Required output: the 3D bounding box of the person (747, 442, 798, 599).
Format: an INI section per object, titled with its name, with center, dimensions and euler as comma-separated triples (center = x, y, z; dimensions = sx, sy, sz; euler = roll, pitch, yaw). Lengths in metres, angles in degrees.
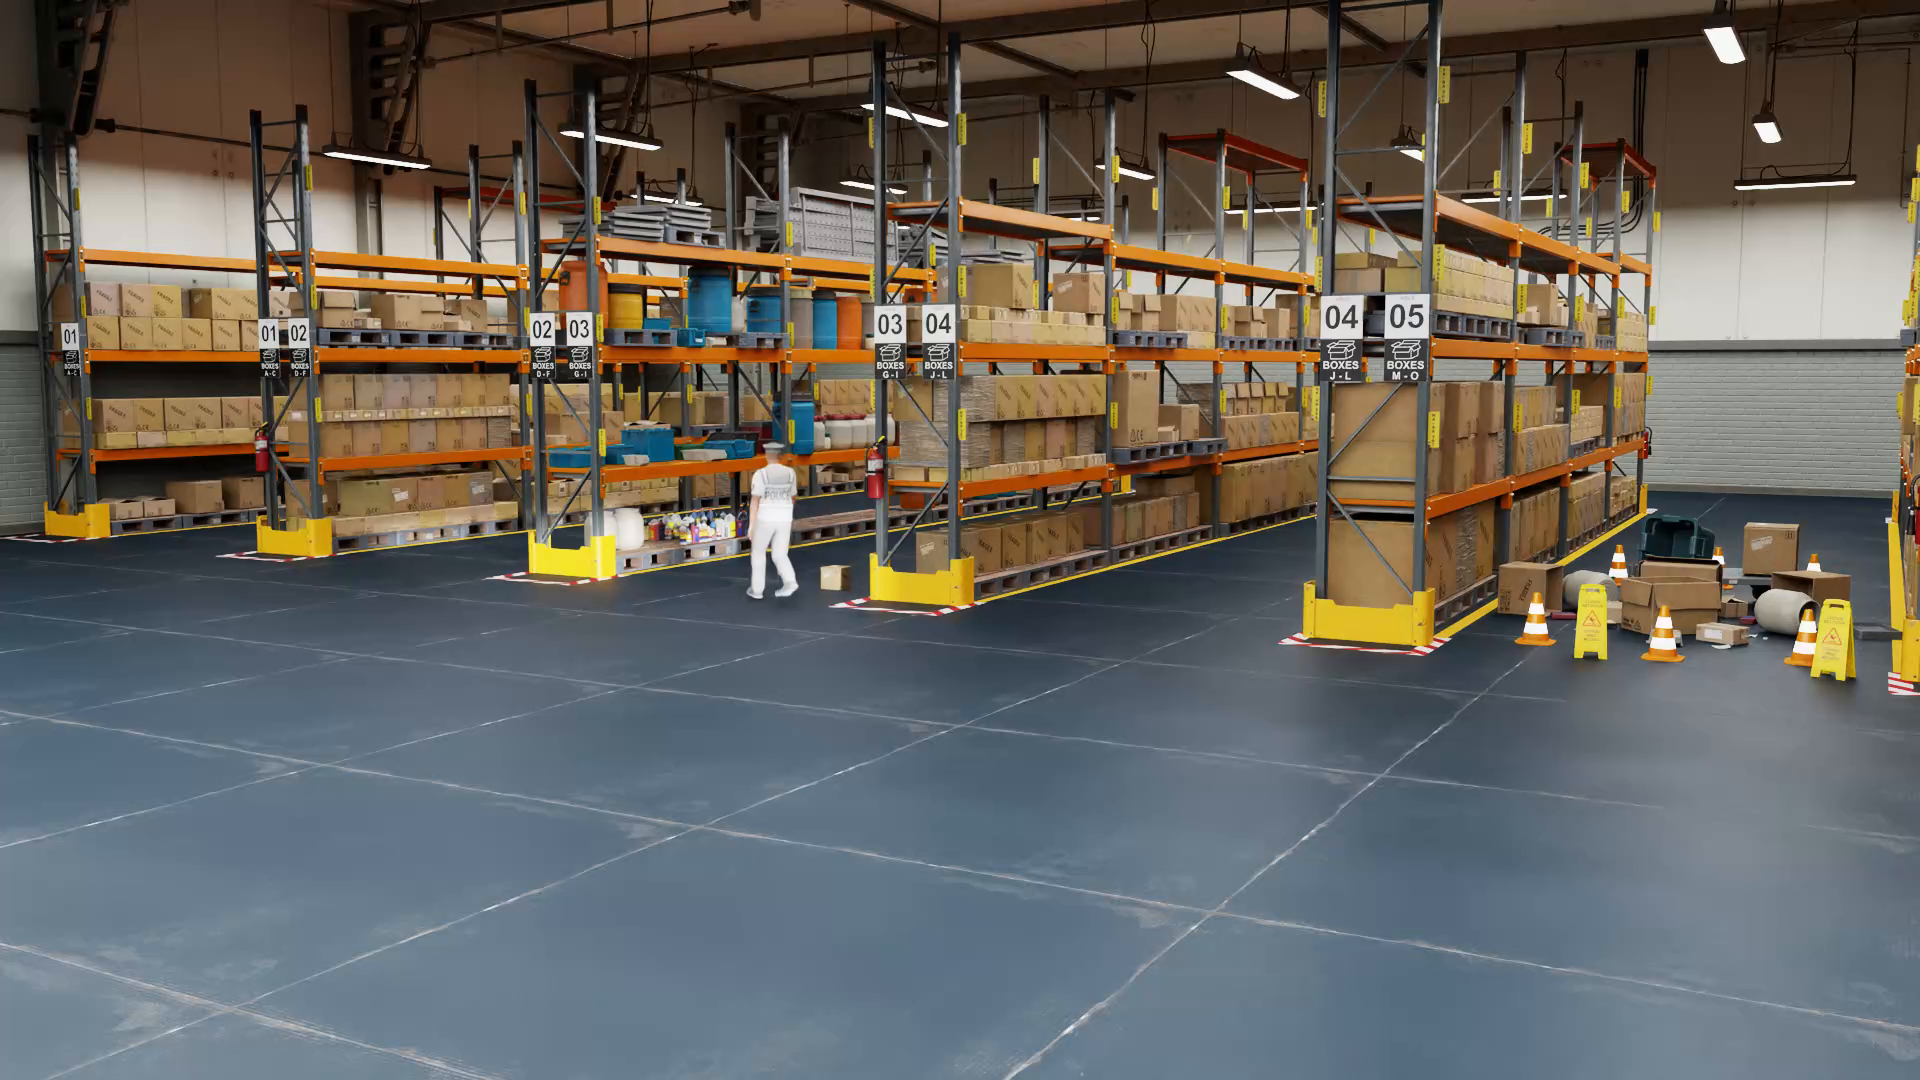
[person]
center = -2.065, -0.202, 18.059
dimensions = 0.612, 1.714, 0.900
euler = -3, 7, -30
